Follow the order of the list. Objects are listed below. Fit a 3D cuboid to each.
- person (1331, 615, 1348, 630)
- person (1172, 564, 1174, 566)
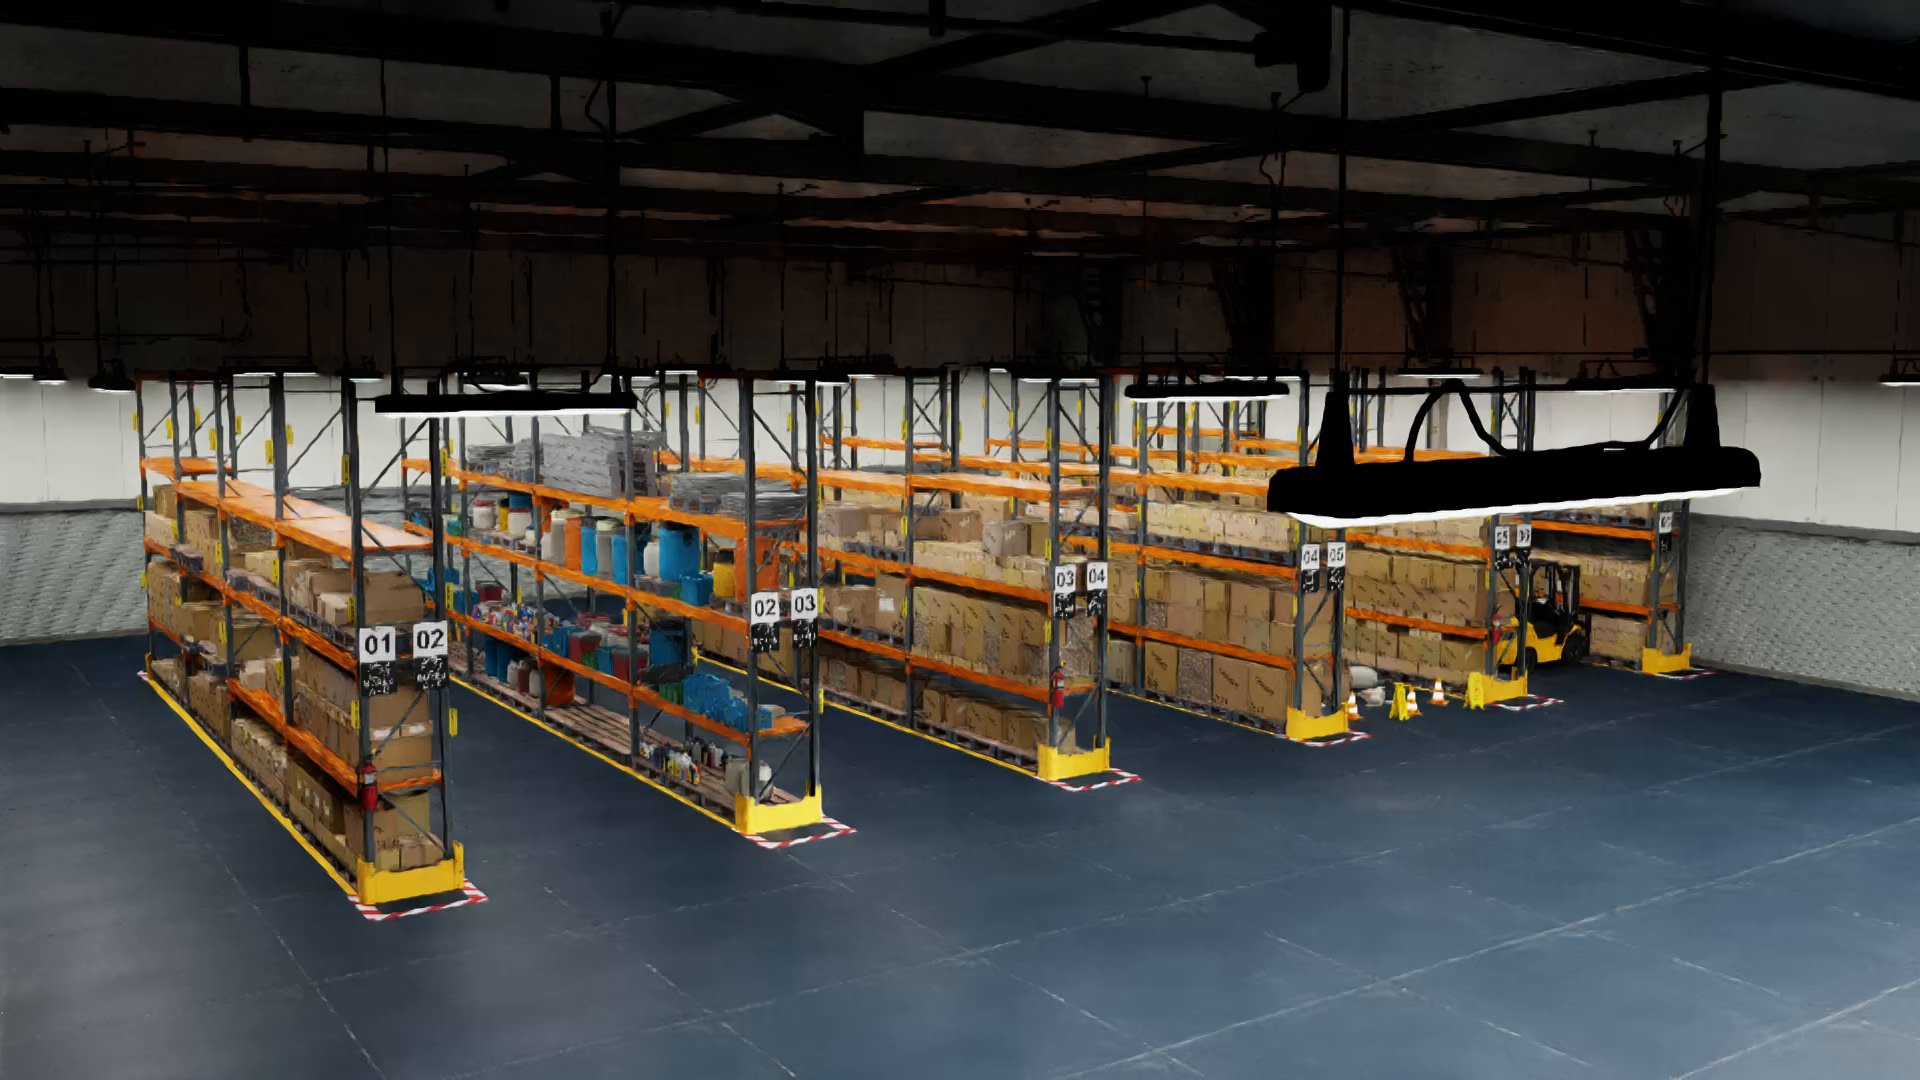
[{"bbox_3d":[8.177,1.389,35.899,0.499,1.774,0.578,0,6,-3],"label":"person"},{"bbox_3d":[4.520,1.445,35.782,0.648,1.672,0.691,-1,7,-10],"label":"person"}]
